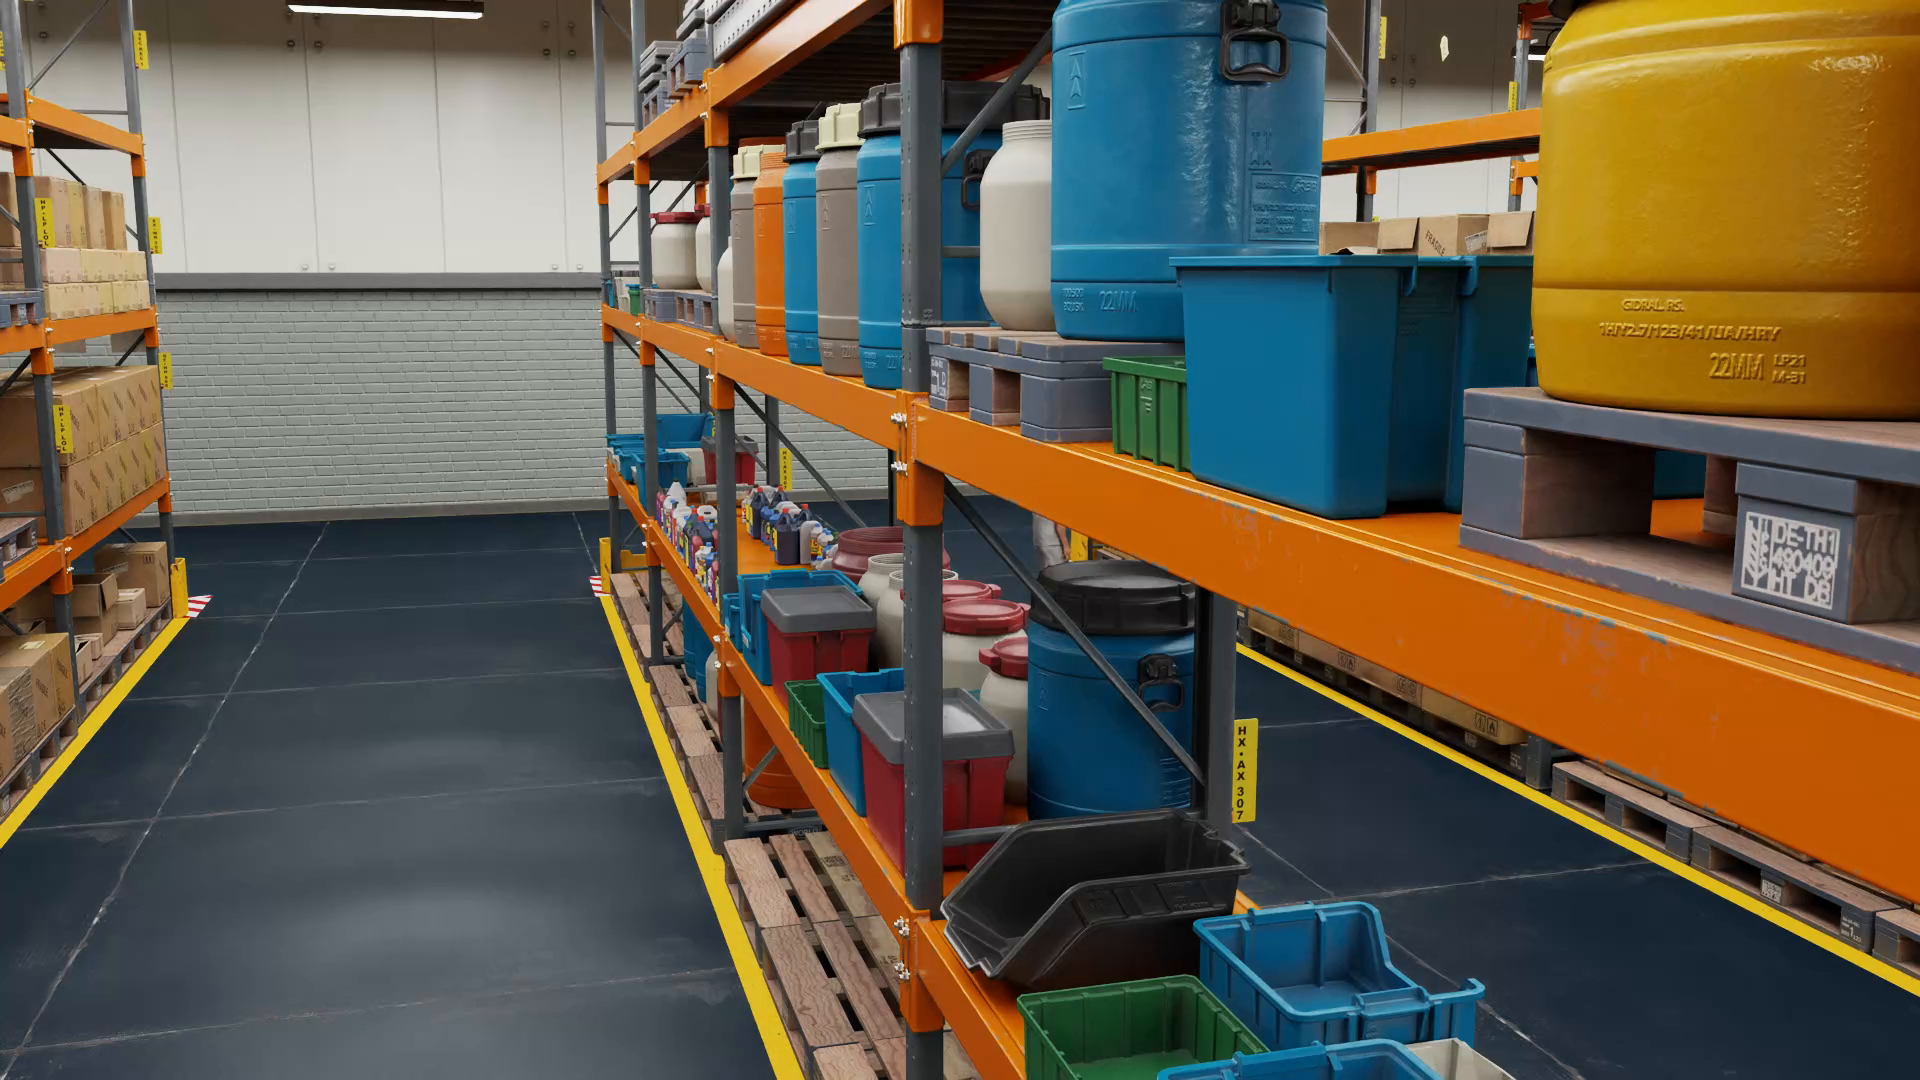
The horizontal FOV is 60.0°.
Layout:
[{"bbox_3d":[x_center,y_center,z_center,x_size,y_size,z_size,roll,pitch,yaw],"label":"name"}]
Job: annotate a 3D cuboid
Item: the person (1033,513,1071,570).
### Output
[{"bbox_3d":[0.828,0.045,14.106,0.404,1.673,0.491,-3,10,-16],"label":"person"}]
